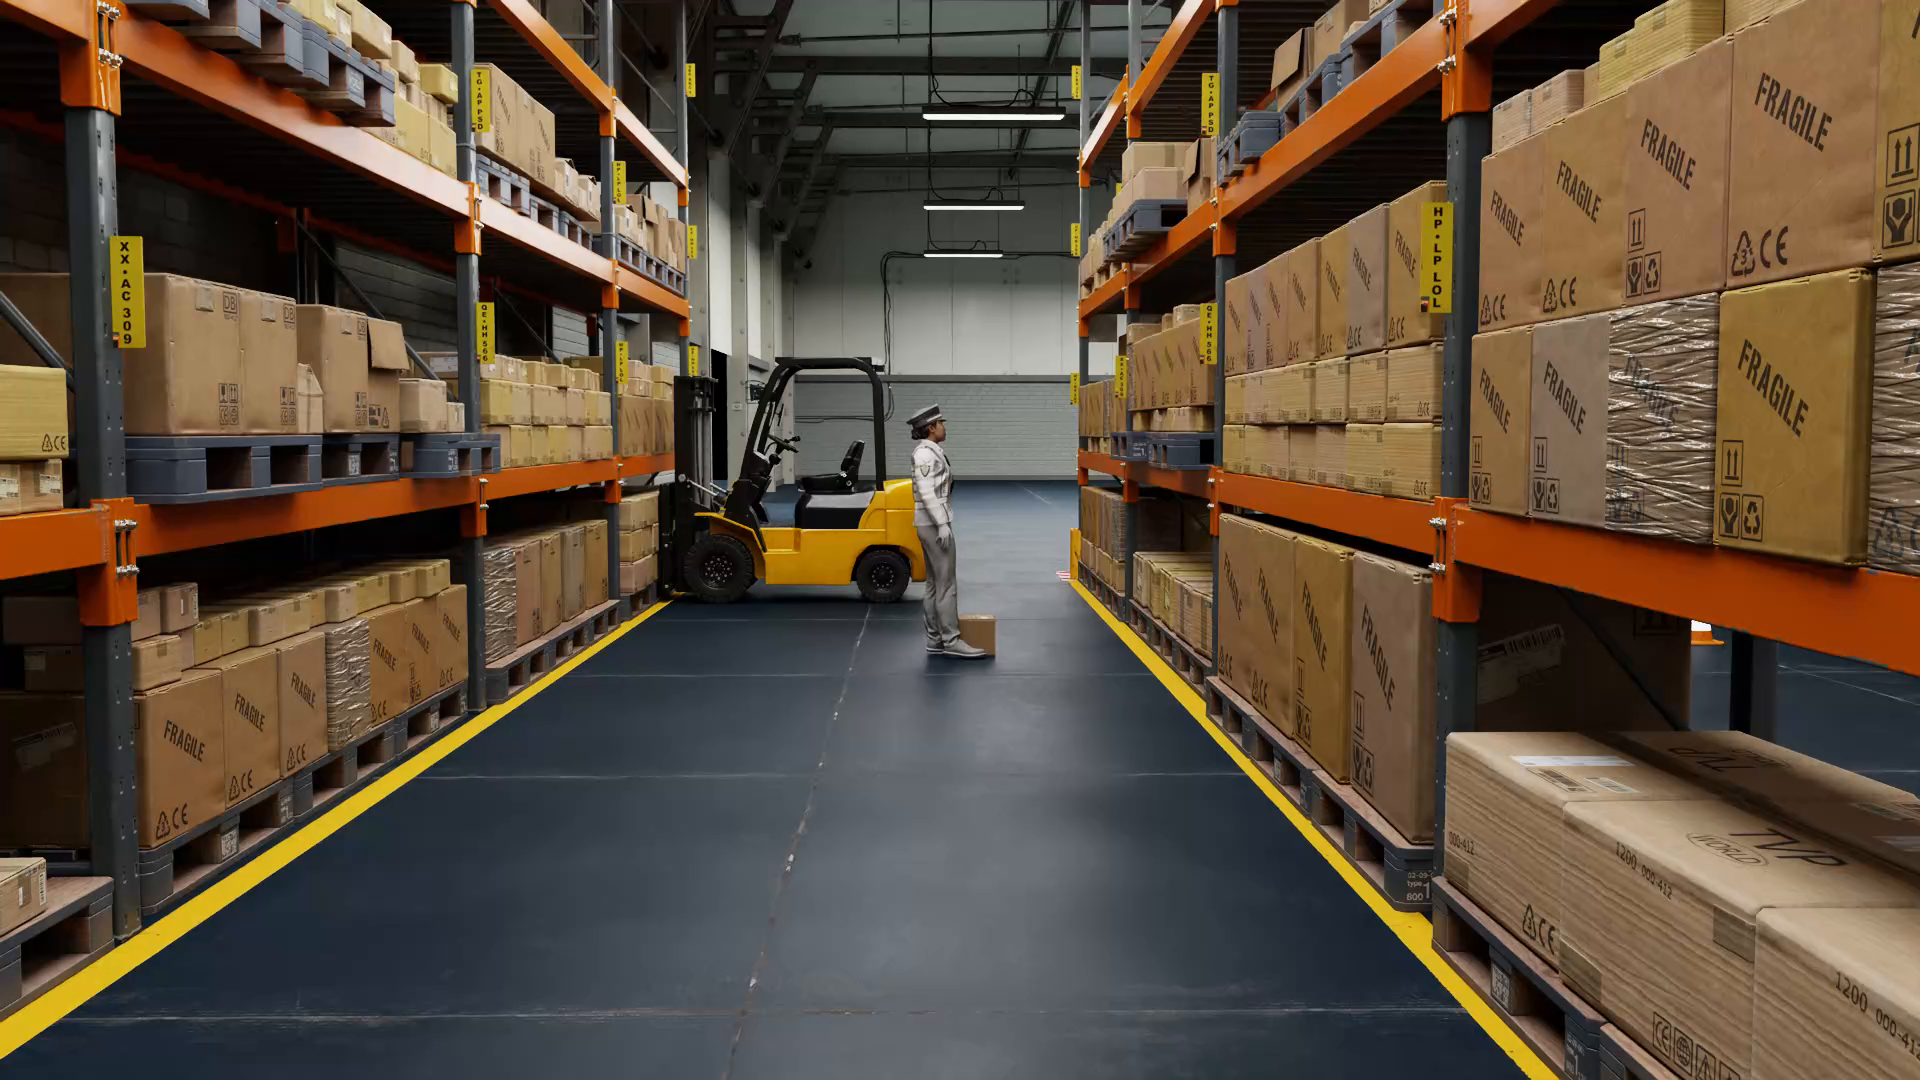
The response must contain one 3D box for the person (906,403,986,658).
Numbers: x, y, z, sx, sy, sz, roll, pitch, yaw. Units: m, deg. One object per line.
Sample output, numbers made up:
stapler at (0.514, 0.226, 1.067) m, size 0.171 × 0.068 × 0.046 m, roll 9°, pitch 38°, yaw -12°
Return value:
person at (-0.098, -0.077, 11.261) m, size 0.533 × 1.697 × 0.588 m, roll 0°, pitch 4°, yaw -1°
